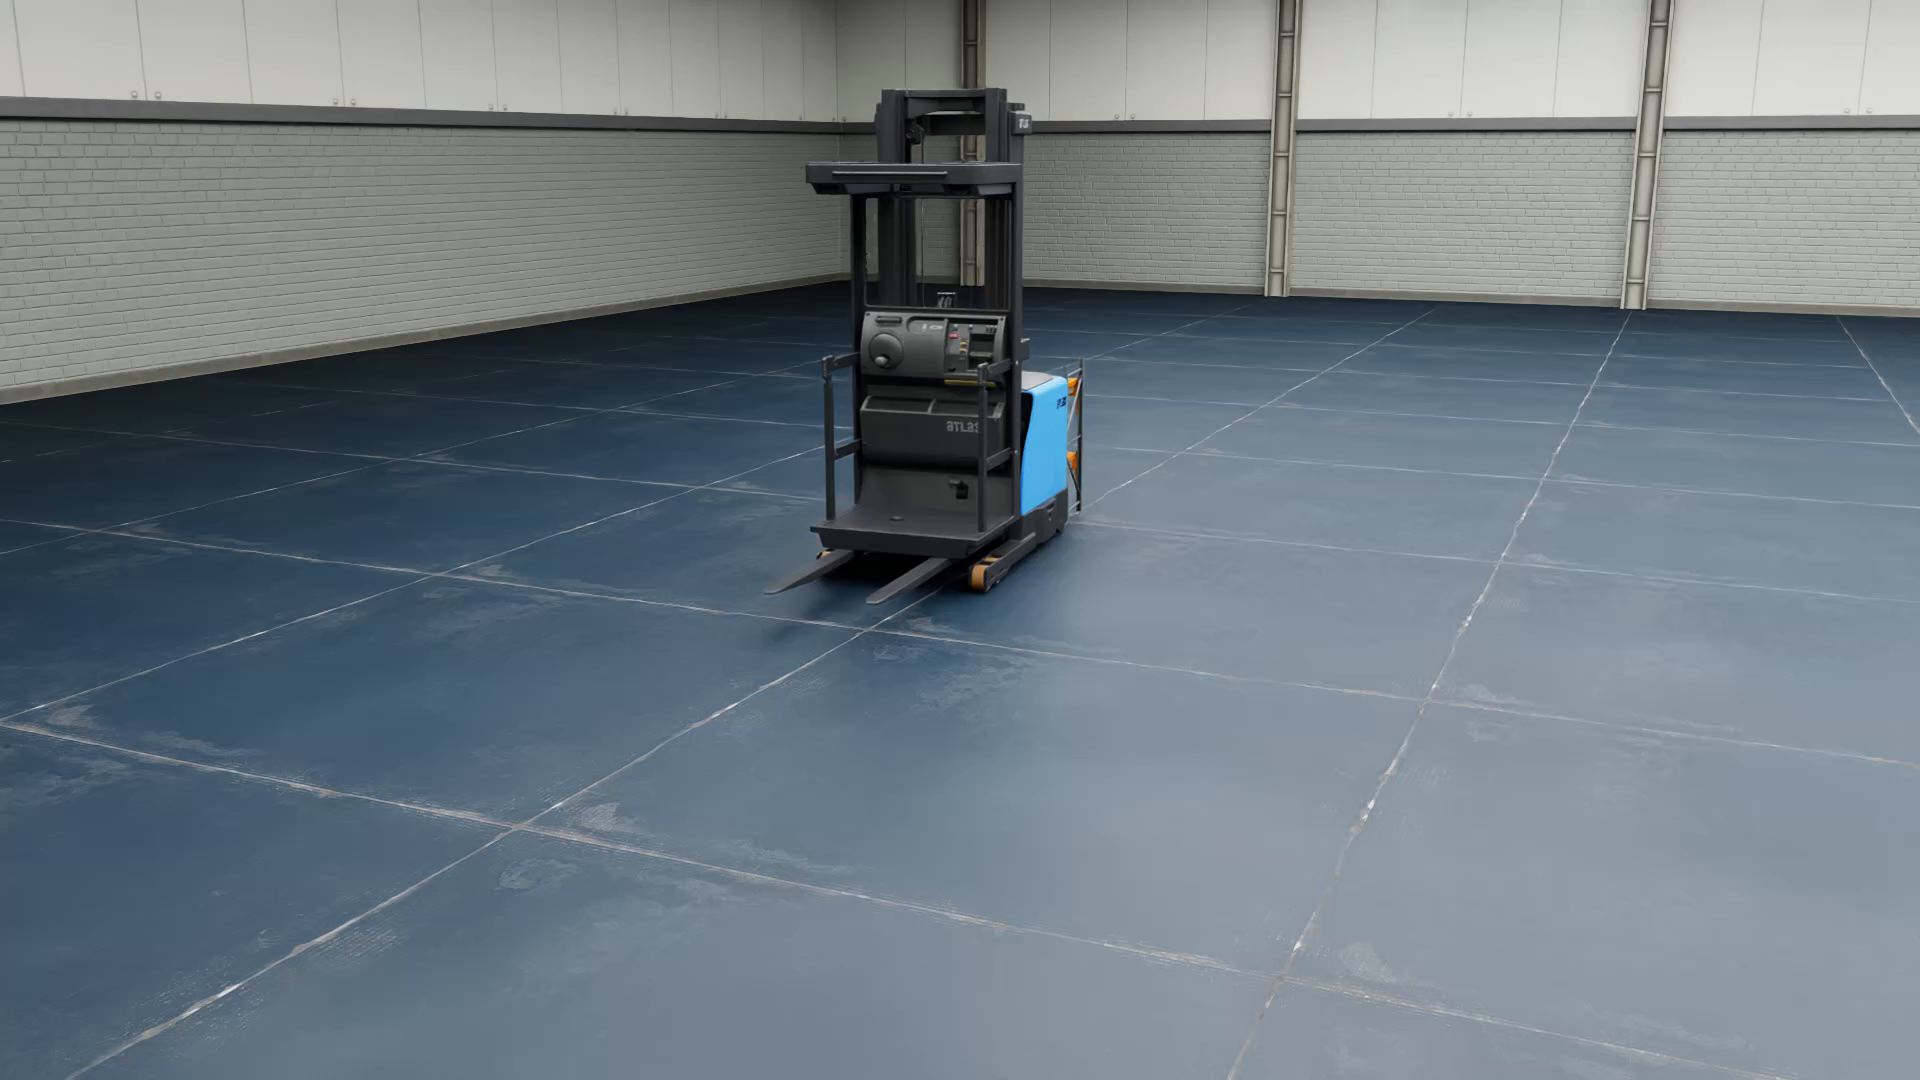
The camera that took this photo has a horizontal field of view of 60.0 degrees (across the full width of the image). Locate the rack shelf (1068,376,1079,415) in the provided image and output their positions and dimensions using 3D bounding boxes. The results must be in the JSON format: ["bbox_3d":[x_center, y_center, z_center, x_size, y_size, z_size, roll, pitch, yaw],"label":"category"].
[{"bbox_3d":[0.314,-1.022,11.864,1.000,0.278,0.538,4,14,18],"label":"rack shelf"}]

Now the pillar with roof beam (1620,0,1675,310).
[{"bbox_3d":[9.476,-7.343,22.851,0.400,9.000,9.100,6,14,23],"label":"pillar with roof beam"}]

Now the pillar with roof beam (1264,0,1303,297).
[{"bbox_3d":[3.990,-7.898,25.217,0.400,9.000,9.100,6,14,23],"label":"pillar with roof beam"}]

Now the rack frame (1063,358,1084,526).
[{"bbox_3d":[0.797,-0.700,11.777,0.032,1.125,0.500,4,14,18],"label":"rack frame"}]

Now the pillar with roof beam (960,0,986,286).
[{"bbox_3d":[-1.496,-8.454,27.583,0.400,9.000,9.100,6,14,23],"label":"pillar with roof beam"}]

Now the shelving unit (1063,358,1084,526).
[{"bbox_3d":[0.314,-0.737,11.931,1.048,1.125,0.538,4,14,18],"label":"shelving unit"}]

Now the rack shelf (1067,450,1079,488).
[{"bbox_3d":[0.314,-0.499,11.987,1.000,0.278,0.538,4,14,18],"label":"rack shelf"}]

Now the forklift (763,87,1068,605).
[{"bbox_3d":[-0.240,-1.223,10.051,1.130,2.935,3.031,5,14,20],"label":"forklift"}]
